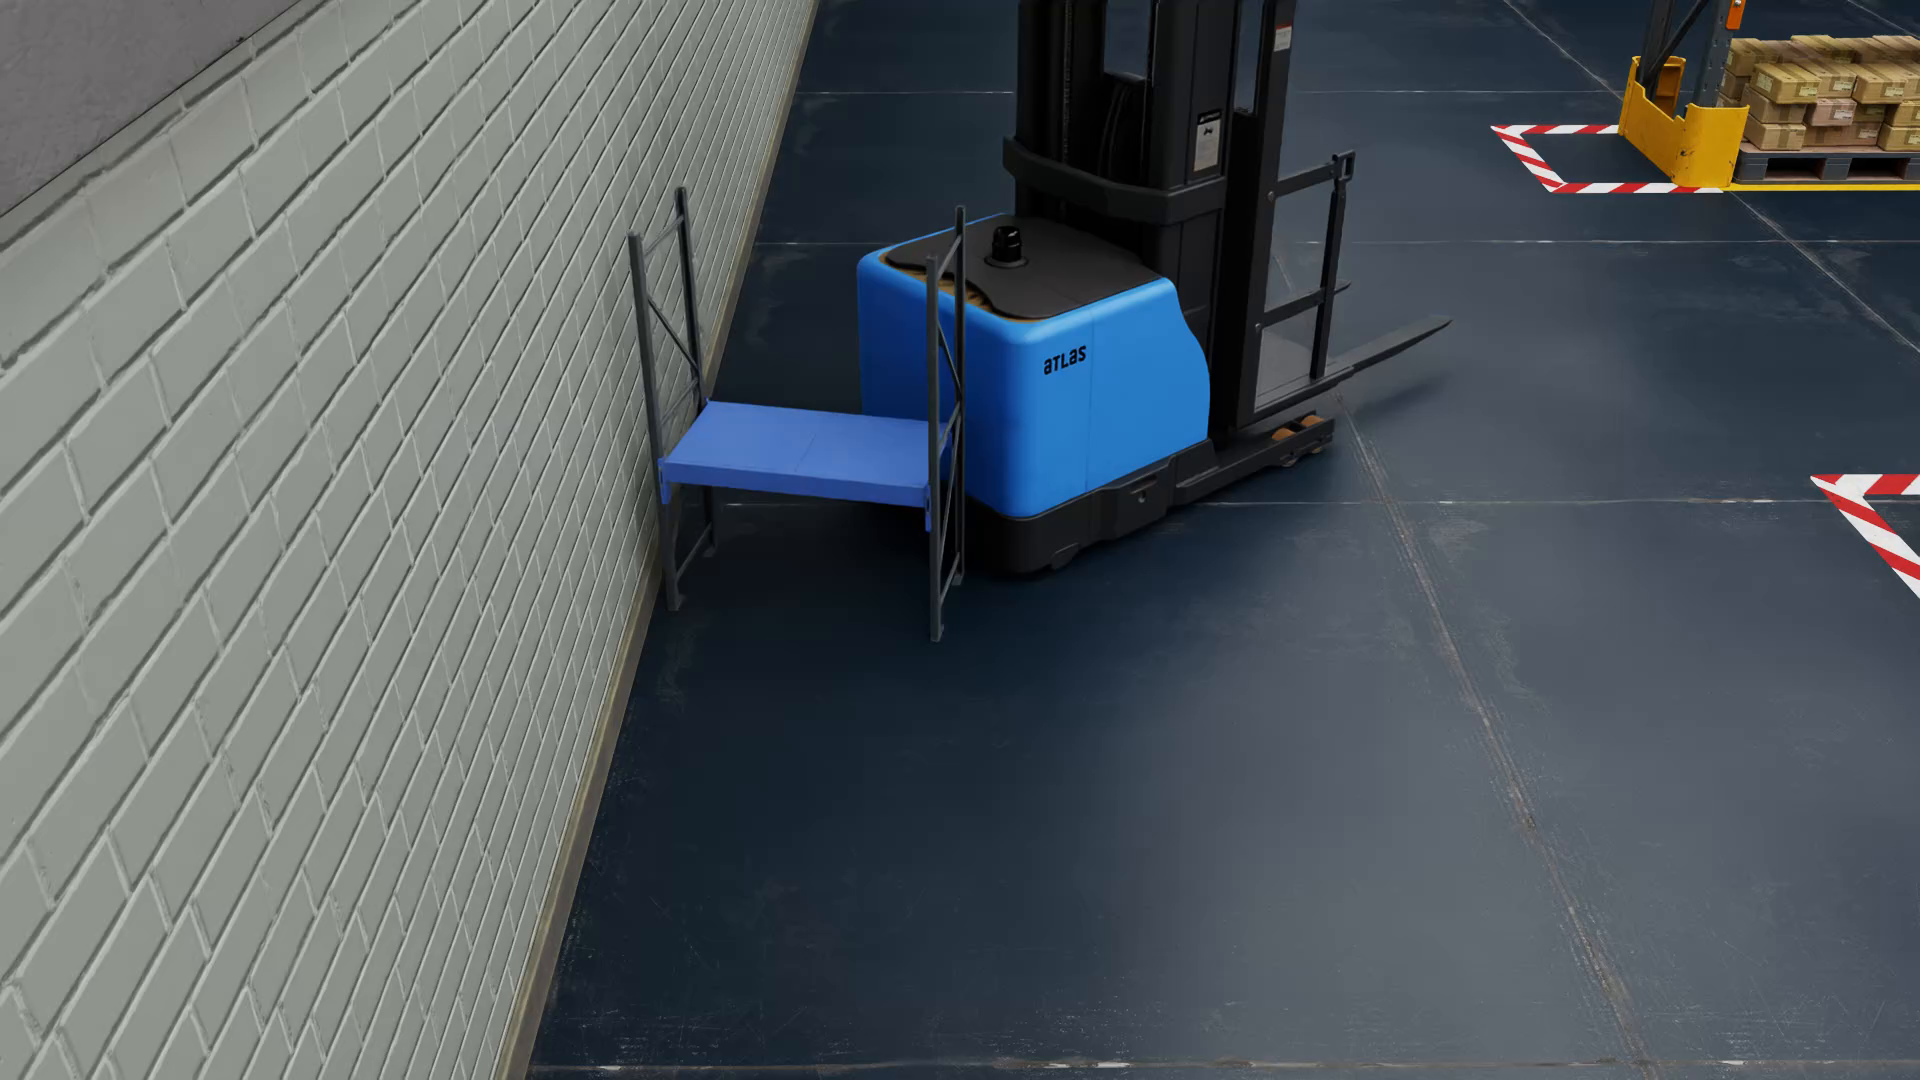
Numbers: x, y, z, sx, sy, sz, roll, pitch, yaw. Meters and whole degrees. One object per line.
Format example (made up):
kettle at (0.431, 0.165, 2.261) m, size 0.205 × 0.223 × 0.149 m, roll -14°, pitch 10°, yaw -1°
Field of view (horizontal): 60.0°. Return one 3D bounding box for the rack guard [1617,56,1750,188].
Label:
rack guard at (4.650, -2.715, 10.742) m, size 0.348 × 0.500 × 1.175 m, roll 0°, pitch 31°, yaw 0°

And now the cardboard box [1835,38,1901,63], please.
cardboard box at (5.871, -3.137, 10.799) m, size 0.250 × 0.149 × 0.380 m, roll -1°, pitch 31°, yaw -2°

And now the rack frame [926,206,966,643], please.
rack frame at (-0.045, -0.390, 5.947) m, size 0.032 × 1.500 × 0.500 m, roll 6°, pitch 32°, yaw 10°

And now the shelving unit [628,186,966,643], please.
shelving unit at (-0.543, -0.443, 6.034) m, size 1.048 × 1.500 × 0.538 m, roll 6°, pitch 32°, yaw 10°

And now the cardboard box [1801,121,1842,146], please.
cardboard box at (5.361, -2.623, 10.525) m, size 0.250 × 0.149 × 0.380 m, roll 0°, pitch 31°, yaw 0°

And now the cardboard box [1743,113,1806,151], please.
cardboard box at (5.100, -2.580, 10.453) m, size 0.250 × 0.149 × 0.380 m, roll 0°, pitch 31°, yaw 1°

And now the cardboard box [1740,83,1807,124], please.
cardboard box at (5.100, -2.740, 10.430) m, size 0.250 × 0.149 × 0.380 m, roll 1°, pitch 31°, yaw 2°

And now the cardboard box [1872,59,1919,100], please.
cardboard box at (5.876, -2.865, 10.350) m, size 0.250 × 0.149 × 0.380 m, roll -2°, pitch 31°, yaw -3°

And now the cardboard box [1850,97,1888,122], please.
cardboard box at (5.618, -2.758, 10.460) m, size 0.250 × 0.149 × 0.380 m, roll 0°, pitch 31°, yaw 0°

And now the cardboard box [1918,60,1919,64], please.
cardboard box at (6.153, -2.861, 10.344) m, size 0.250 × 0.149 × 0.380 m, roll 1°, pitch 31°, yaw 2°

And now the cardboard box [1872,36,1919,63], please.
cardboard box at (6.140, -3.167, 10.848) m, size 0.250 × 0.149 × 0.380 m, roll 1°, pitch 31°, yaw 2°

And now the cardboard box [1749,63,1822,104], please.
cardboard box at (5.100, -2.824, 10.282) m, size 0.250 × 0.149 × 0.380 m, roll -2°, pitch 31°, yaw -3°

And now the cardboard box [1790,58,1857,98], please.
cardboard box at (5.375, -2.887, 10.386) m, size 0.250 × 0.149 × 0.380 m, roll 0°, pitch 31°, yaw 1°

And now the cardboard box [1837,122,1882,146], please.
cardboard box at (5.610, -2.627, 10.532) m, size 0.250 × 0.149 × 0.380 m, roll 0°, pitch 31°, yaw 0°

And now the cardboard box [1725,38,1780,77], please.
cardboard box at (5.102, -3.131, 10.789) m, size 0.250 × 0.149 × 0.380 m, roll 0°, pitch 31°, yaw 0°

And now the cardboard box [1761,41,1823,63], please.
cardboard box at (5.354, -3.102, 10.742) m, size 0.250 × 0.149 × 0.380 m, roll 0°, pitch 31°, yaw 1°

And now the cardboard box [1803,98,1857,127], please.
cardboard box at (5.374, -2.711, 10.384) m, size 0.250 × 0.149 × 0.380 m, roll 0°, pitch 31°, yaw -1°

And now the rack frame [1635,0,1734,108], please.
rack frame at (4.574, -3.783, 10.094) m, size 0.127 × 3.000 × 1.000 m, roll 0°, pitch 31°, yaw 0°

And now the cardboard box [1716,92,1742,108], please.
cardboard box at (5.100, -2.854, 10.905) m, size 0.250 × 0.149 × 0.380 m, roll 0°, pitch 31°, yaw 1°

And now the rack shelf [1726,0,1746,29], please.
rack shelf at (6.574, -3.482, 10.291) m, size 4.000 × 0.370 × 1.077 m, roll 0°, pitch 31°, yaw 0°

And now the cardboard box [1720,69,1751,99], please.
cardboard box at (5.100, -3.021, 10.894) m, size 0.250 × 0.149 × 0.380 m, roll -1°, pitch 31°, yaw -2°

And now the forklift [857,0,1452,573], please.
forklift at (1.027, -1.758, 6.822) m, size 3.031 × 2.935 × 1.130 m, roll -24°, pitch 39°, yaw -34°

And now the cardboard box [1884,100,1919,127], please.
cardboard box at (5.875, -2.702, 10.369) m, size 0.250 × 0.149 × 0.380 m, roll 1°, pitch 31°, yaw 1°

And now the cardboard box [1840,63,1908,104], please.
cardboard box at (5.628, -2.821, 10.278) m, size 0.250 × 0.149 × 0.380 m, roll 0°, pitch 31°, yaw 0°

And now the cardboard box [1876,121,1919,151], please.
cardboard box at (5.866, -2.571, 10.439) m, size 0.250 × 0.149 × 0.380 m, roll 0°, pitch 31°, yaw 0°

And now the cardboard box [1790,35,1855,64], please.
cardboard box at (5.612, -3.169, 10.852) m, size 0.250 × 0.149 × 0.380 m, roll -1°, pitch 31°, yaw -1°

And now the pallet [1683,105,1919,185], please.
pallet at (5.463, -2.575, 10.791) m, size 1.213 × 0.211 × 1.003 m, roll 0°, pitch 31°, yaw 0°

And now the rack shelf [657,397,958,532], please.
rack shelf at (-0.543, -0.289, 6.127) m, size 1.000 × 0.185 × 0.538 m, roll 6°, pitch 32°, yaw 10°

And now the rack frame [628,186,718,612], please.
rack frame at (-1.041, -0.495, 6.121) m, size 0.032 × 1.500 × 0.500 m, roll 6°, pitch 32°, yaw 10°
